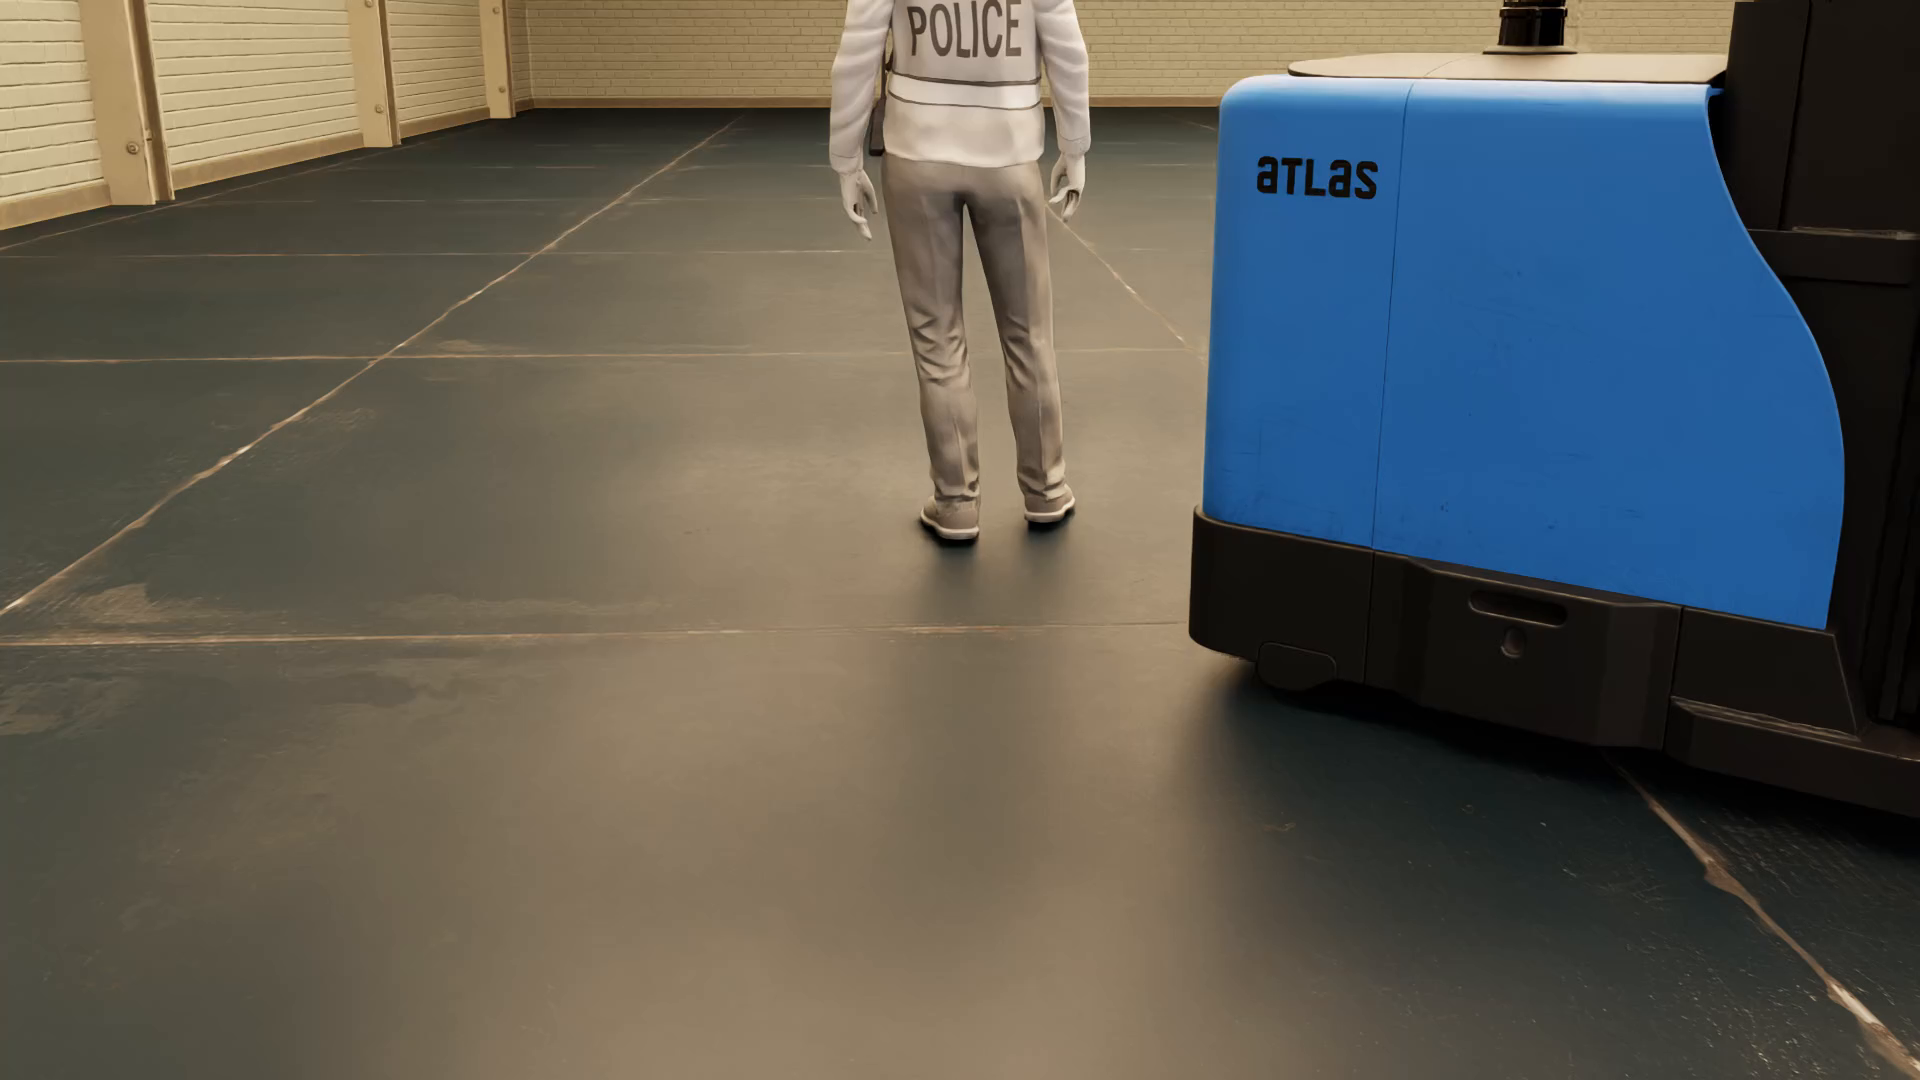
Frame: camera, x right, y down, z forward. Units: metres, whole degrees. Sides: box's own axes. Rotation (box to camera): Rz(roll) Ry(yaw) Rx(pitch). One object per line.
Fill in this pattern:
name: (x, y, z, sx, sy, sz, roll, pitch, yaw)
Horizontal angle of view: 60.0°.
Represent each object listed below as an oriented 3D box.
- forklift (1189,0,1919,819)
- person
forklift: (1.923, -1.017, 2.233, 3.031, 2.935, 1.130, 12, 21, 33)
person: (0.003, -0.837, 3.732, 0.587, 1.696, 0.534, -1, 17, -3)
